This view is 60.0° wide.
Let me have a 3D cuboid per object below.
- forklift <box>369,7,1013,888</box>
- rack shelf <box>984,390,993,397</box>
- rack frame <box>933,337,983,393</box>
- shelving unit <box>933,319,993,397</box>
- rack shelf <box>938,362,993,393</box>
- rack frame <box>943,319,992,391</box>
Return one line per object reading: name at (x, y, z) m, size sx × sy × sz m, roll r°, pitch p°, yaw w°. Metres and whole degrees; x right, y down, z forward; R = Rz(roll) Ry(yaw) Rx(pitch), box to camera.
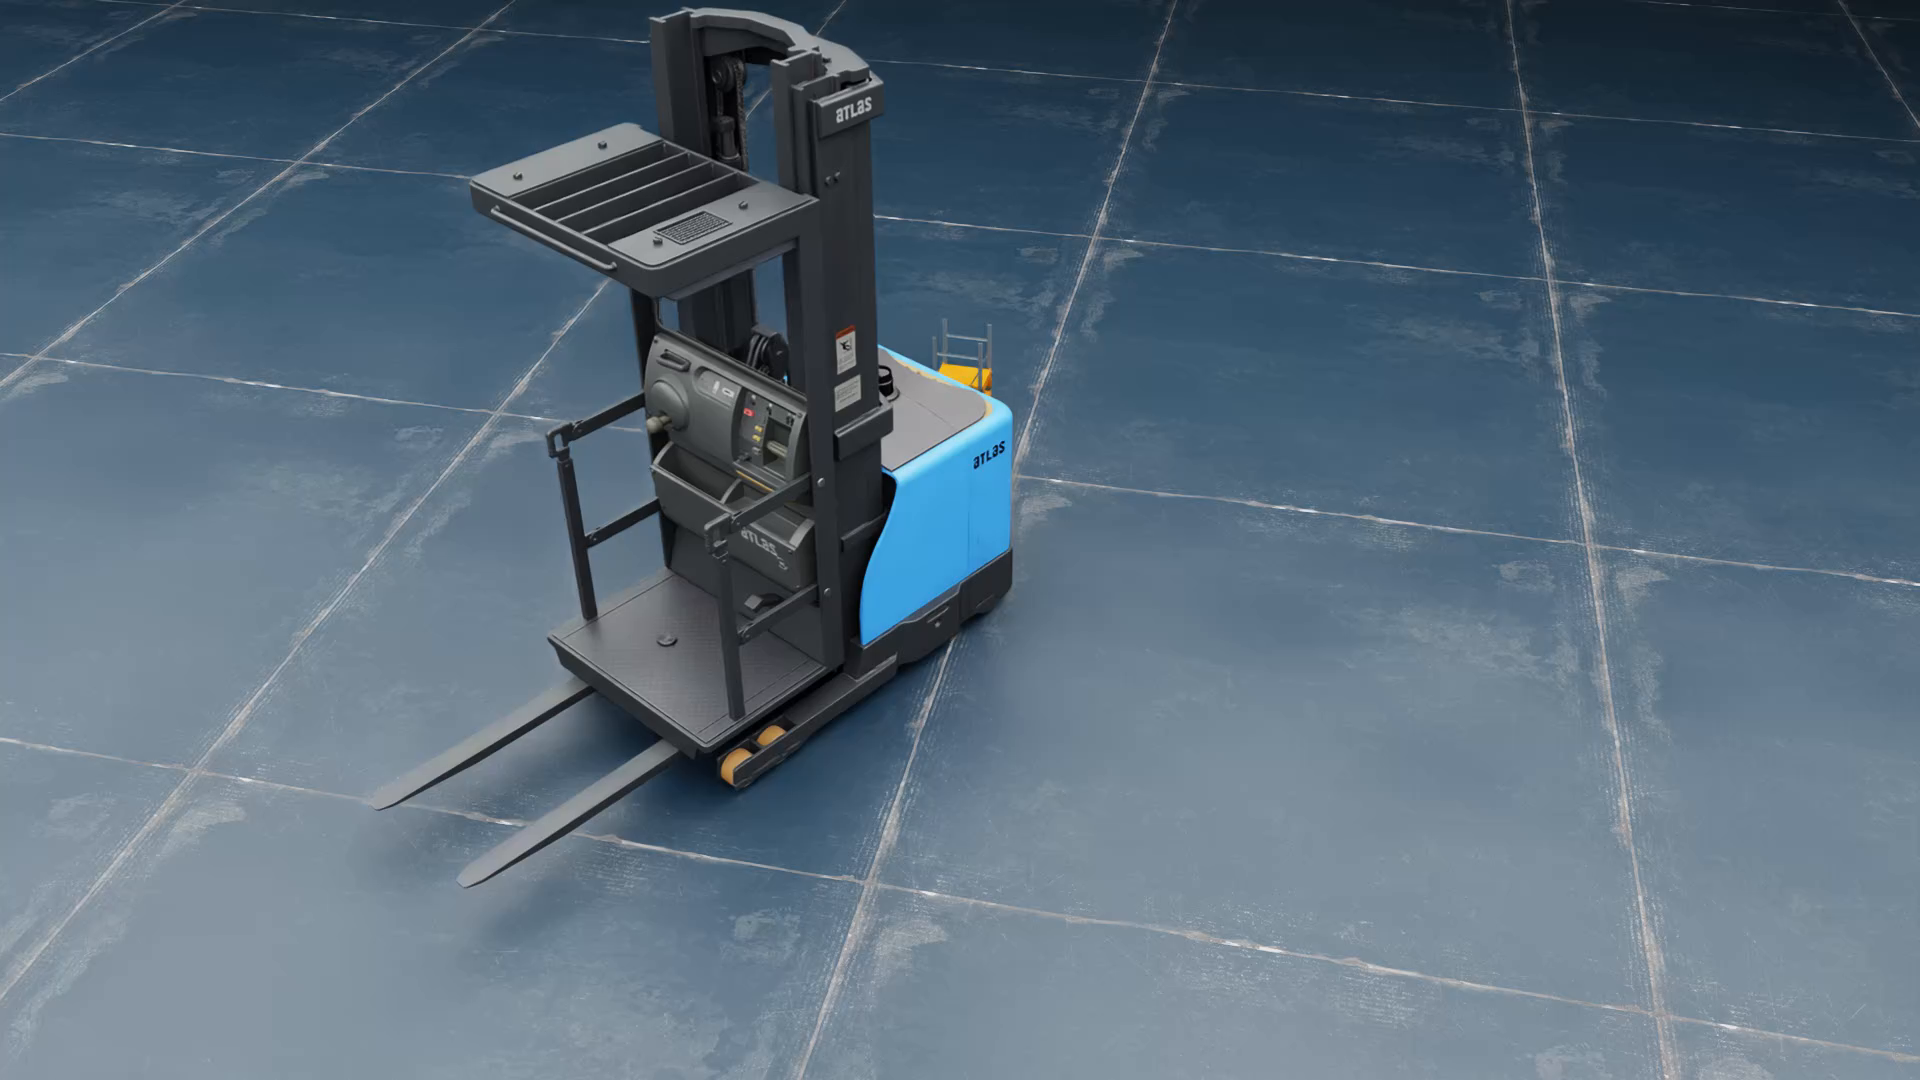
forklift at (-1.110, -0.472, 6.674) m, size 1.130 × 2.935 × 3.031 m, roll 28°, pitch 44°, yaw 33°
rack shelf at (0.011, -0.656, 8.070) m, size 0.258 × 0.103 × 0.180 m, roll 9°, pitch 37°, yaw 12°
rack frame at (-0.011, -0.446, 8.113) m, size 0.240 × 1.200 × 0.006 m, roll 9°, pitch 37°, yaw 12°
shelving unit at (0.011, -0.498, 8.185) m, size 0.258 × 1.200 × 0.189 m, roll 9°, pitch 37°, yaw 12°
rack shelf at (0.011, -0.753, 7.999) m, size 0.258 × 0.103 × 0.180 m, roll 9°, pitch 37°, yaw 12°
rack frame at (0.034, -0.550, 8.256) m, size 0.240 × 1.200 × 0.006 m, roll 9°, pitch 37°, yaw 12°
